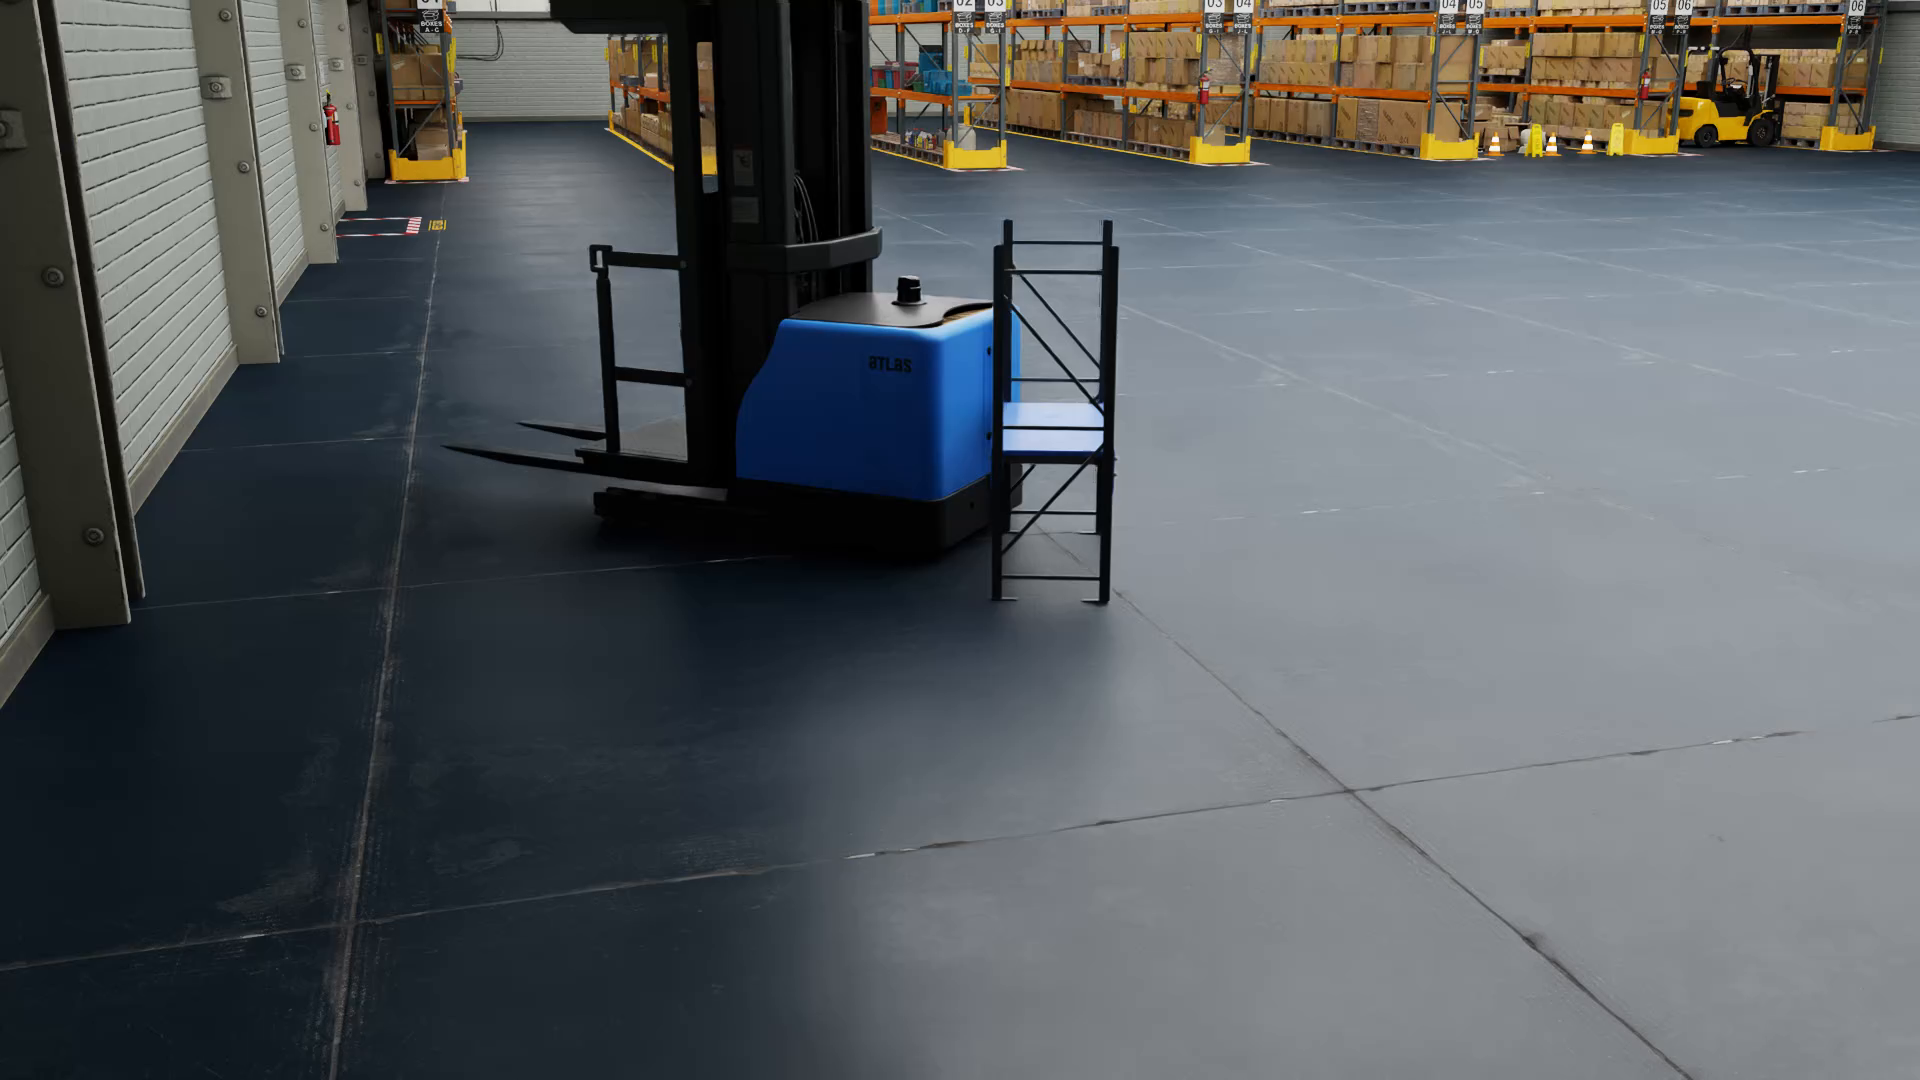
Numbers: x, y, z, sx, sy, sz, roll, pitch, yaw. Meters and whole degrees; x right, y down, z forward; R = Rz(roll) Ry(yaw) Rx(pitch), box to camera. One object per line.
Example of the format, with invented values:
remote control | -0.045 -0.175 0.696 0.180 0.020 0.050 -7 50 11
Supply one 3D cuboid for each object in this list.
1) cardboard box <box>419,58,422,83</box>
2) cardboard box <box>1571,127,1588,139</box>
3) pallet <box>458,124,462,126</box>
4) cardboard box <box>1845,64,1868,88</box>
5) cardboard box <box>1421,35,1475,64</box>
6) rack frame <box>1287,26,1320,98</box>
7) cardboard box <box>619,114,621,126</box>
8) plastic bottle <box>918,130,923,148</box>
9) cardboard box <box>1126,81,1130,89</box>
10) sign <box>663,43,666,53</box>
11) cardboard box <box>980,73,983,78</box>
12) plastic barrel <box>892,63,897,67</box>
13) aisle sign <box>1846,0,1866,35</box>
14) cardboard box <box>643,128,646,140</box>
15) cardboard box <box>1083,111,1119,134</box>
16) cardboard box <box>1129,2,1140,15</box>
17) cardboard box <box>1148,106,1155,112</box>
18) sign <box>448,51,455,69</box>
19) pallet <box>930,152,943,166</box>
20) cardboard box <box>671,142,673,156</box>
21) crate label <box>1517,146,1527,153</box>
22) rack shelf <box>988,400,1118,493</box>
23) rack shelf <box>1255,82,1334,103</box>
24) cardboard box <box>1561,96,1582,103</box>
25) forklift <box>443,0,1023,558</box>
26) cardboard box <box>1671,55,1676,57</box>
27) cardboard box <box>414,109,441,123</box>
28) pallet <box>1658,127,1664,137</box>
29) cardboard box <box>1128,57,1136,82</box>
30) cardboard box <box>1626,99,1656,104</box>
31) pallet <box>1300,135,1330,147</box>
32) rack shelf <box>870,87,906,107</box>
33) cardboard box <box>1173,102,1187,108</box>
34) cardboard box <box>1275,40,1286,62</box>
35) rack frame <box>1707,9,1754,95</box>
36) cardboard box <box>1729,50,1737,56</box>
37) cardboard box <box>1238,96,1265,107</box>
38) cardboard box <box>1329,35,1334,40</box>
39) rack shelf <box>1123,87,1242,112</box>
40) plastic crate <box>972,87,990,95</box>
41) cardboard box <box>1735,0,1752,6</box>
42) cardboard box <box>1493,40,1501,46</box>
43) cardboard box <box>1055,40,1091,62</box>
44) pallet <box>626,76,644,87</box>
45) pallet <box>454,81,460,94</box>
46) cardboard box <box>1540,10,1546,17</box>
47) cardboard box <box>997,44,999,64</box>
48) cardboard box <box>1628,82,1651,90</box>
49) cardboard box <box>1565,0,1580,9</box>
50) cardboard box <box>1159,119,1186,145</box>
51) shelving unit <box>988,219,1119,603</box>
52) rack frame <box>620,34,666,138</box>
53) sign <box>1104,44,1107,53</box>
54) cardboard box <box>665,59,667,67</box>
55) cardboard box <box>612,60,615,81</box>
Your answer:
cardboard box | -9.643 -8.200 28.960 0.500 0.500 0.500 -4 17 -15
cardboard box | 13.872 -8.983 36.693 0.500 0.250 0.500 -5 18 -17
pallet | -13.282 -10.525 42.624 1.003 0.211 1.213 -5 17 -15
cardboard box | 19.539 -10.209 36.549 0.500 0.500 0.500 -4 17 -13
cardboard box | 9.840 -9.884 33.504 0.875 0.550 0.550 -5 17 -15
rack frame | 10.239 -14.034 49.458 1.000 3.000 0.127 -5 17 -15
cardboard box | -8.351 -10.627 42.027 0.500 0.311 0.500 -5 17 -15
plastic bottle | -0.762 -8.056 33.396 0.144 0.351 0.185 -5 17 -16
cardboard box | 3.779 -9.728 35.559 0.380 0.149 0.250 -5 17 -15
sign | -7.183 -11.961 40.545 0.100 0.325 0.005 -5 17 -15
cardboard box | 0.775 -12.722 45.527 0.380 0.149 0.250 -5 17 -16
plastic barrel | -1.365 -10.432 37.272 0.421 0.512 0.421 0 17 0
aisle sign | 19.144 -11.205 35.523 0.394 0.787 0.004 -5 17 -15
cardboard box | -6.616 -8.833 36.192 0.500 0.250 0.500 -5 17 -17
cardboard box | 3.277 -9.715 38.660 0.700 0.500 0.500 -6 18 -20
cardboard box | 3.886 -11.151 34.908 0.500 0.250 0.500 -5 18 -17
cardboard box | 5.544 -12.207 47.085 0.380 0.149 0.250 -4 17 -14
sign | -9.760 -9.216 31.914 0.100 0.325 0.005 -5 17 -15
pallet | 0.061 -7.340 32.021 1.003 0.211 1.213 -5 17 -15
cardboard box | -5.138 -7.327 31.181 0.500 0.250 0.500 -5 17 -15
crate label | 12.028 -8.285 35.295 0.298 0.136 0.250 16 23 42
rack shelf | 0.417 -0.432 7.409 0.538 0.185 1.000 1 17 3
rack shelf | 8.256 -10.504 38.957 1.077 0.370 4.000 -5 17 -15
cardboard box | 13.636 -9.829 37.077 0.380 0.149 0.250 -4 17 -12
forklift | -1.246 -1.591 8.154 3.031 2.935 1.130 8 18 24
cardboard box | 17.685 -11.825 40.803 0.380 0.149 0.250 -5 17 -17
cardboard box | -10.622 -8.453 33.155 0.500 0.250 0.500 -5 17 -16
pallet | 17.730 -10.311 41.913 1.003 0.211 1.213 -5 17 -15
cardboard box | 4.073 -9.992 35.312 0.875 0.500 0.500 -5 17 -15
cardboard box | 17.555 -10.925 42.505 0.875 0.625 0.625 -4 17 -13
pallet | 8.521 -9.167 38.104 1.003 0.211 1.213 -5 17 -15
rack shelf | -1.303 -9.748 36.441 1.077 0.370 4.000 -5 17 -15
cardboard box | 6.079 -11.921 45.614 0.380 0.149 0.250 -4 17 -13
cardboard box | 7.960 -11.664 39.656 0.700 0.500 0.500 -5 17 -16
rack frame | 18.309 -11.108 39.718 1.000 3.000 0.127 -5 17 -15
cardboard box | 18.287 -11.434 38.983 0.380 0.149 0.250 -4 17 -14
cardboard box | 7.266 -10.933 41.448 0.500 0.250 0.500 -5 17 -17
cardboard box | 10.657 -14.184 46.917 0.380 0.149 0.250 -5 17 -16
rack shelf | 4.558 -9.033 34.061 1.077 0.370 4.000 -5 17 -15
plastic crate | 0.409 -8.580 31.759 0.298 0.136 0.250 -5 17 -15
cardboard box | 18.303 -12.502 38.394 0.500 0.311 0.500 -4 17 -14
cardboard box | 12.893 -11.790 39.440 0.380 0.149 0.250 -5 18 -18
cardboard box | 2.724 -11.769 40.002 0.797 0.503 0.637 -4 17 -13
pallet | -6.870 -10.345 37.512 1.213 0.211 1.003 -5 17 -15
pallet | -10.349 -8.887 32.658 1.003 0.211 1.213 -5 17 -15
cardboard box | 13.385 -11.924 37.657 0.380 0.149 0.250 -5 17 -16
cardboard box | 1.293 -12.819 43.853 0.500 0.500 0.500 -5 17 -15
cardboard box | 14.328 -9.574 35.049 0.380 0.149 0.250 -4 17 -13
cardboard box | 13.671 -11.797 36.541 0.500 0.250 0.500 -5 17 -15
cardboard box | 4.491 -8.498 34.644 0.500 0.500 0.500 -6 18 -20
shelving unit | 0.417 -0.605 7.358 0.538 1.500 1.048 1 17 3
rack frame | -7.716 -11.362 40.563 1.000 3.000 0.127 -5 17 -15
sign | 3.429 -11.600 39.479 0.100 0.325 0.005 -5 17 -15
cardboard box | -5.561 -9.349 32.559 0.380 0.149 0.250 -4 17 -14
cardboard box | -8.665 -12.091 42.817 0.500 0.500 0.500 -5 17 -15
